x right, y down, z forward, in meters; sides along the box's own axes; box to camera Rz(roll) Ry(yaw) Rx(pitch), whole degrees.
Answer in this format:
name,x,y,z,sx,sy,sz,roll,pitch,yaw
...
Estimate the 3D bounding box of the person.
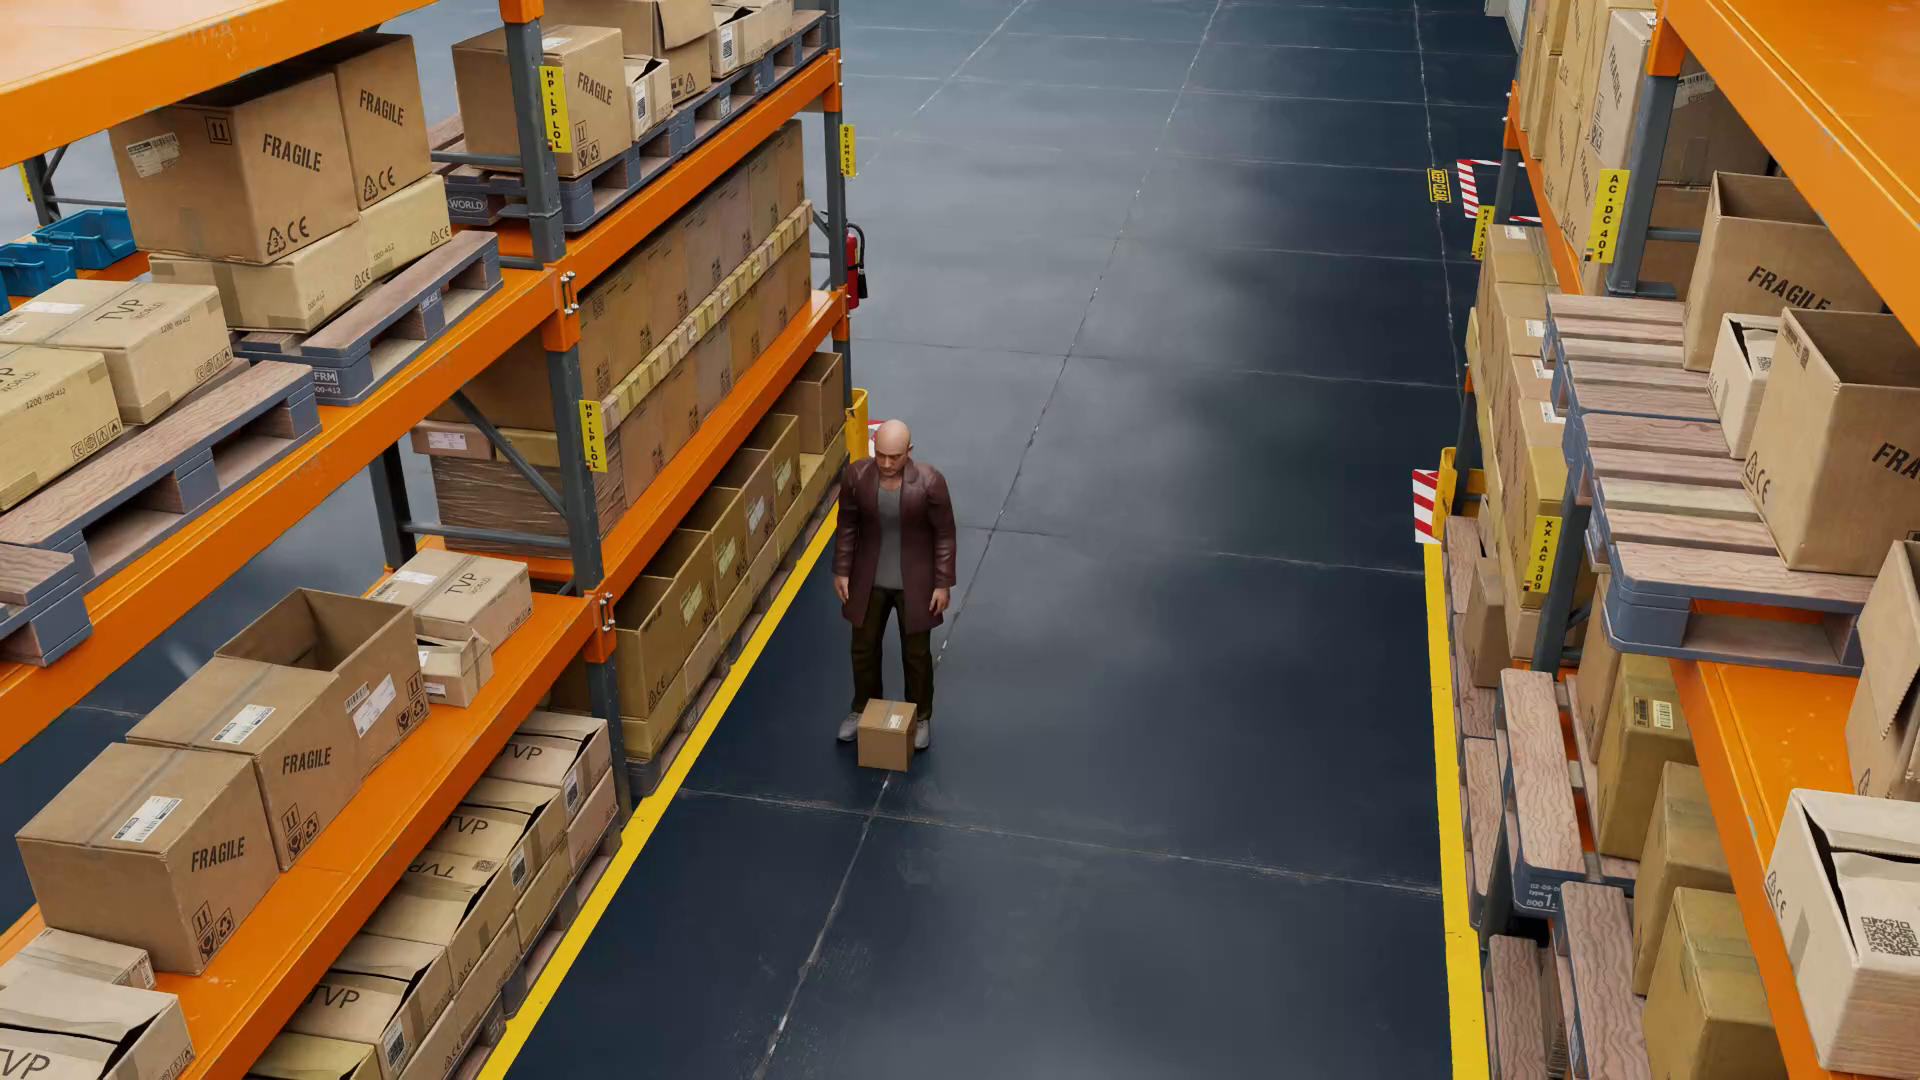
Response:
name,x,y,z,sx,sy,sz,roll,pitch,yaw
person,-0.332,0.281,8.312,0.641,1.592,0.428,6,29,11
